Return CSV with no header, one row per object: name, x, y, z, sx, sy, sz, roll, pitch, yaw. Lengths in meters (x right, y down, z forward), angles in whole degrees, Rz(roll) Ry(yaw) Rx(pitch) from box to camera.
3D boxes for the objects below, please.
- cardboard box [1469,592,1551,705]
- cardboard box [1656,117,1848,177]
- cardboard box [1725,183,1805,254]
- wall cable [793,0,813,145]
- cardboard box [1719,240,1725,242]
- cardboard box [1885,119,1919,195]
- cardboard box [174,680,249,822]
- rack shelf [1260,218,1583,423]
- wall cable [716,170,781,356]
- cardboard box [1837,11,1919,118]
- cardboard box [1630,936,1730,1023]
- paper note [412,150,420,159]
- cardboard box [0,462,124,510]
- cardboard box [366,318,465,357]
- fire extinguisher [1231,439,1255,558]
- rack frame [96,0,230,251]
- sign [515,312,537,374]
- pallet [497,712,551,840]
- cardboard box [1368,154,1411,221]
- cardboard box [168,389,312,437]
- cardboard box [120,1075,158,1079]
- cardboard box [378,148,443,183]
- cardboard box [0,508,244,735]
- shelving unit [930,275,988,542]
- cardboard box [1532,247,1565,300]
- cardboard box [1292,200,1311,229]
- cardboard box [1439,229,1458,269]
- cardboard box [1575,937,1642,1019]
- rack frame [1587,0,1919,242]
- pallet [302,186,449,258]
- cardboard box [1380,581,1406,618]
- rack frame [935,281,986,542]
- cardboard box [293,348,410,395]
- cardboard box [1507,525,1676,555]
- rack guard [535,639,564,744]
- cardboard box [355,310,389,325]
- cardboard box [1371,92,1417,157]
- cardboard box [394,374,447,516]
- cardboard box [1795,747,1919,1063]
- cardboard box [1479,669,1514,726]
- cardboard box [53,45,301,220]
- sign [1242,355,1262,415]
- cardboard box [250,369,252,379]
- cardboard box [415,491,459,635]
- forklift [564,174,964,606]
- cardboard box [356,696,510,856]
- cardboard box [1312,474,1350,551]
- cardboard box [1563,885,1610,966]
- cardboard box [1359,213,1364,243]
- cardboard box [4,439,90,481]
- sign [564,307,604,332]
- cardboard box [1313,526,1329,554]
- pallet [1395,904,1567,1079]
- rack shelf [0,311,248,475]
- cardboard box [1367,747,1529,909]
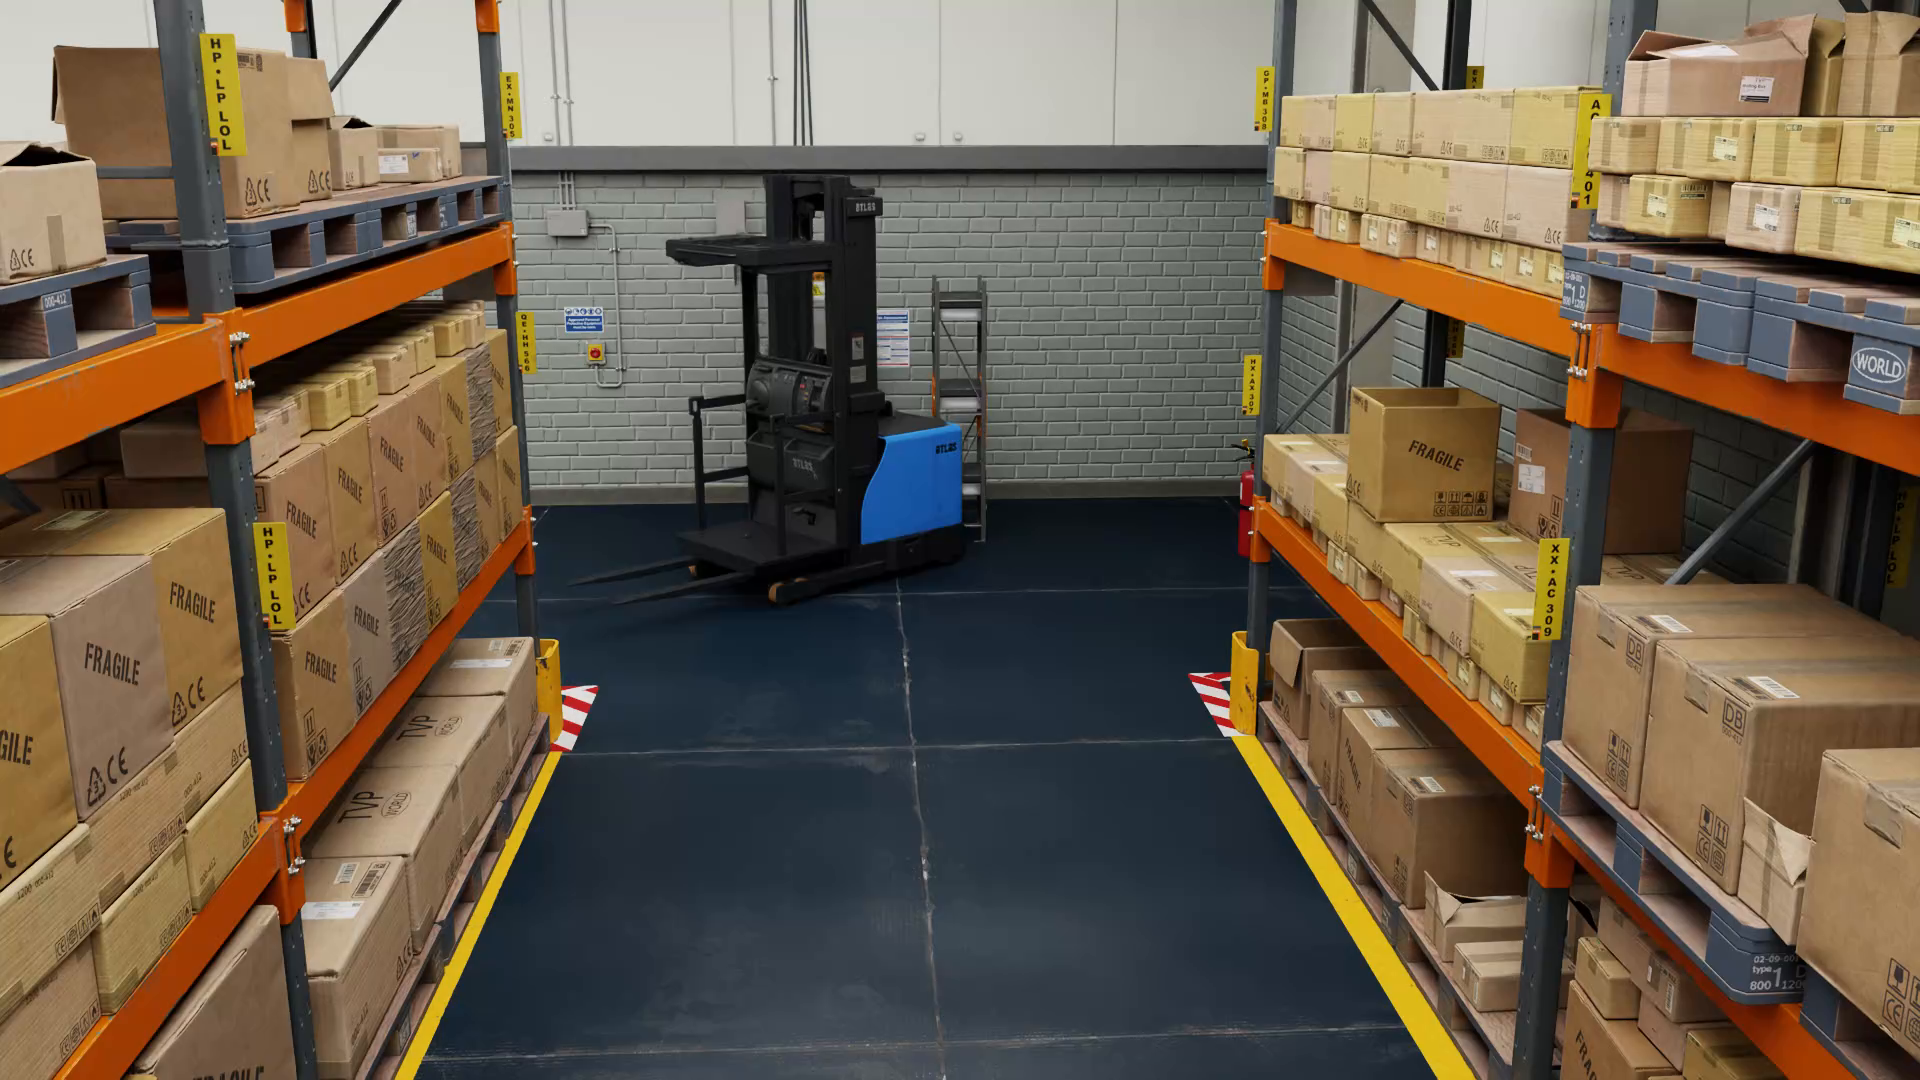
cardboard box,2.105,0.369,5.777,0.500,0.250,0.500,-1,14,-2
cardboard box,2.048,-1.017,4.305,0.380,0.149,0.250,-1,14,-3
cardboard box,2.027,-0.749,3.857,0.380,0.149,0.250,-1,14,-3
wall cable,0.078,-4.733,13.785,2.988,3.039,0.133,-1,14,-3
cardboard box,2.633,-1.091,5.432,0.500,0.250,0.500,-1,14,-5
cardboard box,2.109,-0.763,3.317,0.380,0.149,0.250,-1,14,-3
cardboard box,-2.304,0.577,4.561,0.500,0.250,0.500,-1,14,-3
rack shelf,2.256,-1.039,6.967,1.077,0.370,4.000,-1,14,-3
wall cable,-1.780,-2.273,14.301,0.588,1.984,0.122,-1,14,-3
cardboard box,2.517,-1.224,4.277,0.396,0.266,0.258,-1,14,-3
cardboard box,2.201,1.269,4.848,0.380,0.149,0.250,-2,15,-6
paper note,-2.111,-1.499,6.461,0.006,0.032,0.123,-1,14,-3
cardboard box,-2.879,-0.005,5.319,0.500,0.500,0.500,-1,14,-4
cardboard box,-2.485,-0.926,7.596,0.380,0.149,0.250,-1,14,-2
fire extinguisher,1.662,-0.243,9.355,0.296,0.674,0.183,-1,14,-3
rack frame,-2.574,-2.265,4.269,1.000,3.000,0.127,-1,14,-3
sign,-2.279,-1.034,8.728,0.100,0.325,0.005,-1,14,-3
pallet,-2.694,1.194,8.462,1.003,0.211,1.213,-1,14,-3
cardboard box,2.013,-1.459,6.863,0.500,0.250,0.500,-1,14,-4
cardboard box,-2.424,-0.415,5.611,0.380,0.149,0.250,-1,14,-4
cardboard box,-2.392,1.844,3.762,0.875,0.875,0.875,0,14,-2
cardboard box,-2.598,-1.723,7.645,0.380,0.149,0.250,-2,15,-8
cardboard box,-2.296,0.215,4.463,0.500,0.500,0.500,0,14,-2
shelving unit,-0.010,-1.058,13.425,0.431,2.100,0.503,-1,14,-3
cardboard box,2.063,-0.853,5.305,0.380,0.149,0.250,-1,14,-4
cardboard box,1.920,-1.680,8.520,0.380,0.149,0.250,-1,14,-2
cardboard box,2.045,-1.109,6.300,0.380,0.149,0.250,0,14,-2
cardboard box,2.137,1.350,5.133,0.380,0.149,0.250,0,14,-1
rack frame,2.380,-2.342,4.570,1.000,3.000,0.127,-1,14,-3
pallet,-2.687,-1.275,6.621,1.003,0.211,1.213,-1,14,-3
cardboard box,2.030,0.225,7.135,0.380,0.149,0.250,-1,14,-4
rack frame,0.005,-0.997,13.189,0.400,2.100,0.015,-1,14,-3
cardboard box,-2.410,-0.668,6.592,0.380,0.149,0.250,-1,14,-3
cardboard box,2.551,0.111,6.778,0.500,0.250,0.500,-1,14,-2
rack guard,-2.823,0.851,9.217,1.175,0.500,0.348,-1,14,-3
cardboard box,-2.989,-1.044,8.056,0.380,0.149,0.250,-1,14,-2
cardboard box,2.008,-1.705,6.816,0.500,0.250,0.500,0,14,-2
cardboard box,-2.436,-0.393,6.826,0.500,0.500,0.500,-1,14,-4
cardboard box,2.267,0.759,3.513,0.700,0.500,0.500,-1,14,-4
cardboard box,2.070,0.545,5.892,0.380,0.149,0.250,0,14,-2
cardboard box,-2.401,-1.262,5.146,0.500,0.500,0.500,-1,14,-2
sign,1.591,-0.842,9.044,0.100,0.325,0.005,-1,14,-3
cardboard box,-2.957,-0.658,6.553,0.380,0.149,0.250,-1,14,-3
cardboard box,-2.425,0.094,6.939,0.500,0.500,0.500,0,14,-2
forklift,-1.394,-1.099,11.915,3.031,2.935,1.130,-13,19,-41
cardboard box,-2.616,1.073,7.634,0.875,0.438,0.875,0,14,-2
cardboard box,1.957,-0.135,7.734,0.500,0.250,0.500,-1,14,-4
cardboard box,2.575,1.494,6.253,0.500,0.311,0.500,0,14,-1
cardboard box,1.974,-1.362,7.284,0.380,0.149,0.250,-1,14,-4
cardboard box,-2.911,-0.278,5.077,0.380,0.149,0.250,-1,14,-5
sign,-3.246,-1.901,14.354,0.327,0.218,0.001,-1,14,-3
cardboard box,1.946,-0.033,8.138,0.380,0.149,0.250,0,14,-2
pallet,2.338,1.743,6.329,1.003,0.211,1.213,-1,14,-3
rack shelf,-2.450,0.034,2.799,1.077,0.370,4.000,-1,14,-3
cardboard box,2.154,1.201,7.014,0.700,0.500,0.500,-1,14,-6
